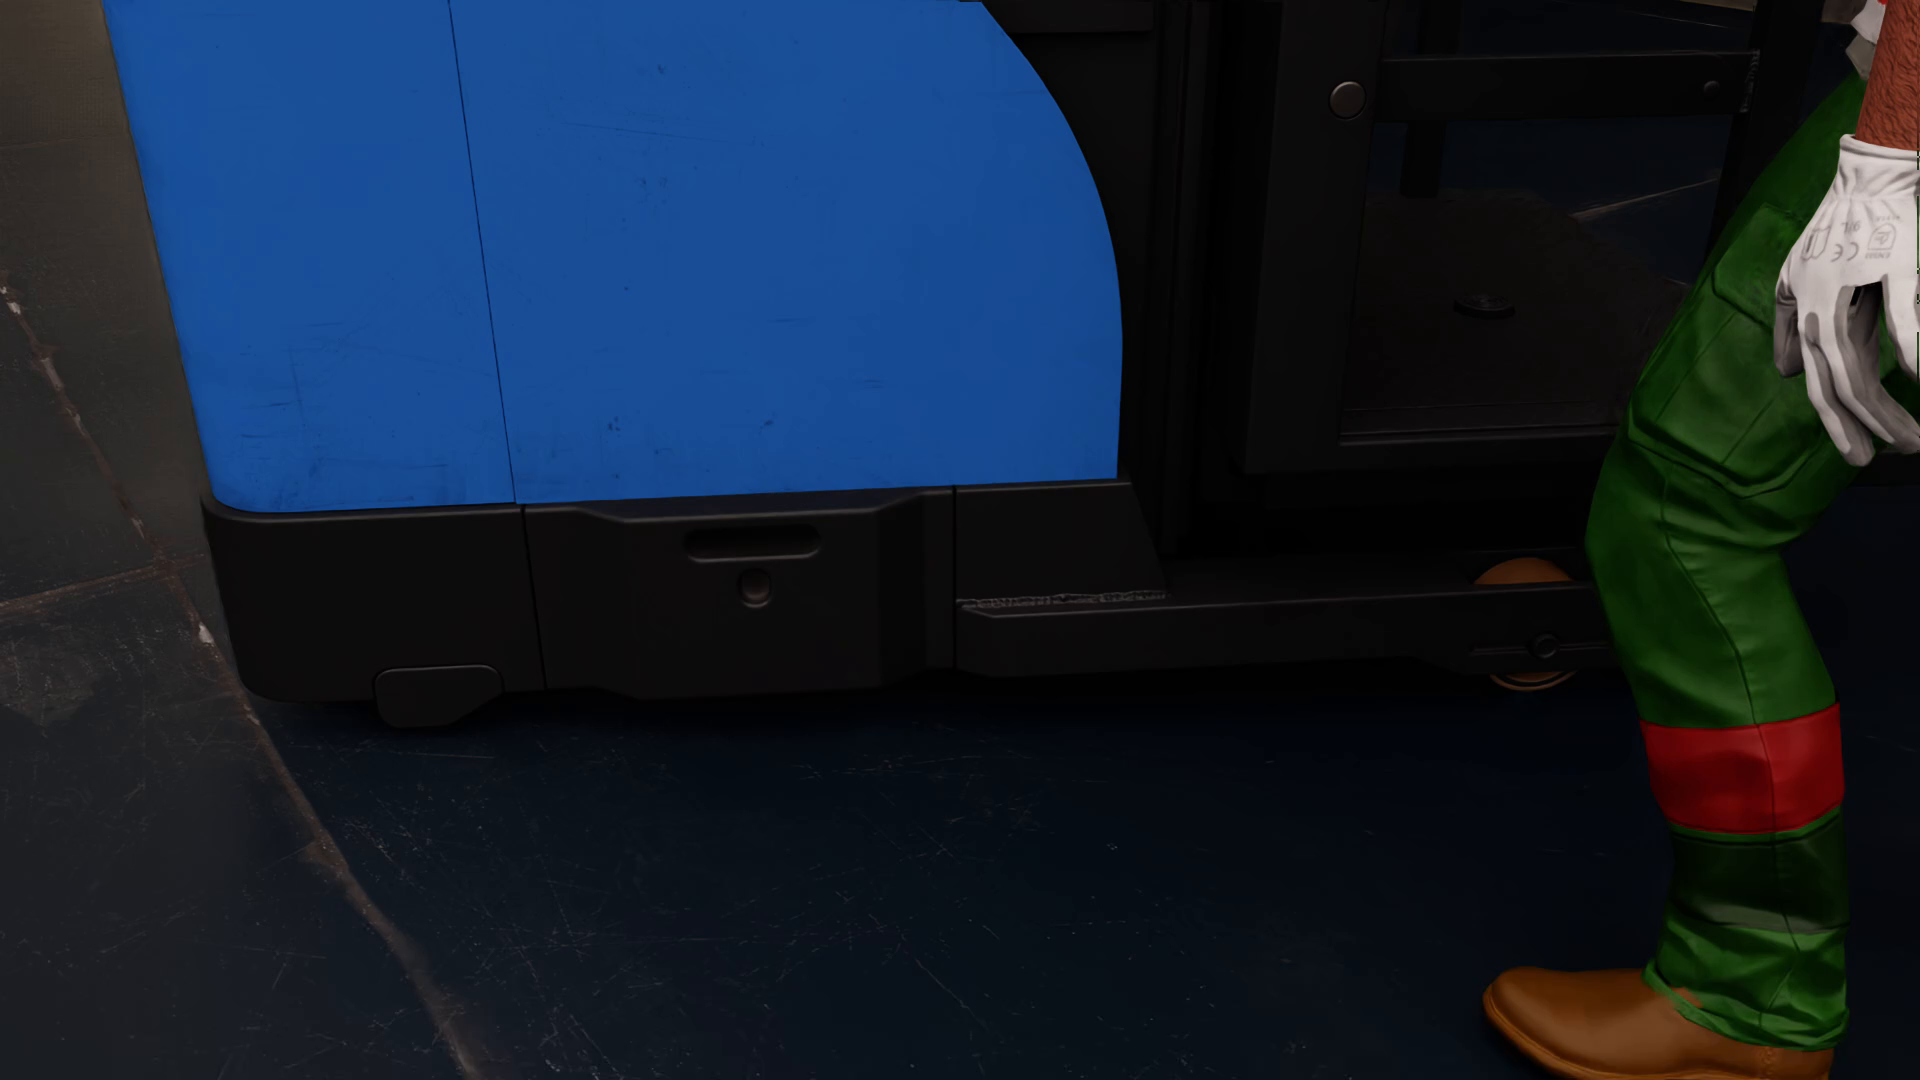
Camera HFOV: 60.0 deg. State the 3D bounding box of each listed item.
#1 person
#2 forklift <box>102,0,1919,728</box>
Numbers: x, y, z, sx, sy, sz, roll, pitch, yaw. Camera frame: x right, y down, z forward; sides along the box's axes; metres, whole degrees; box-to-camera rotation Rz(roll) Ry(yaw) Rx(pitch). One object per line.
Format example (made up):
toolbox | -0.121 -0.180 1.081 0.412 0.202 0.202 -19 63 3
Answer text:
person | 0.933 -0.321 1.264 0.891 1.740 0.502 -10 28 -19
forklift | 0.583 -1.352 1.926 3.031 2.935 1.130 -3 27 -5
